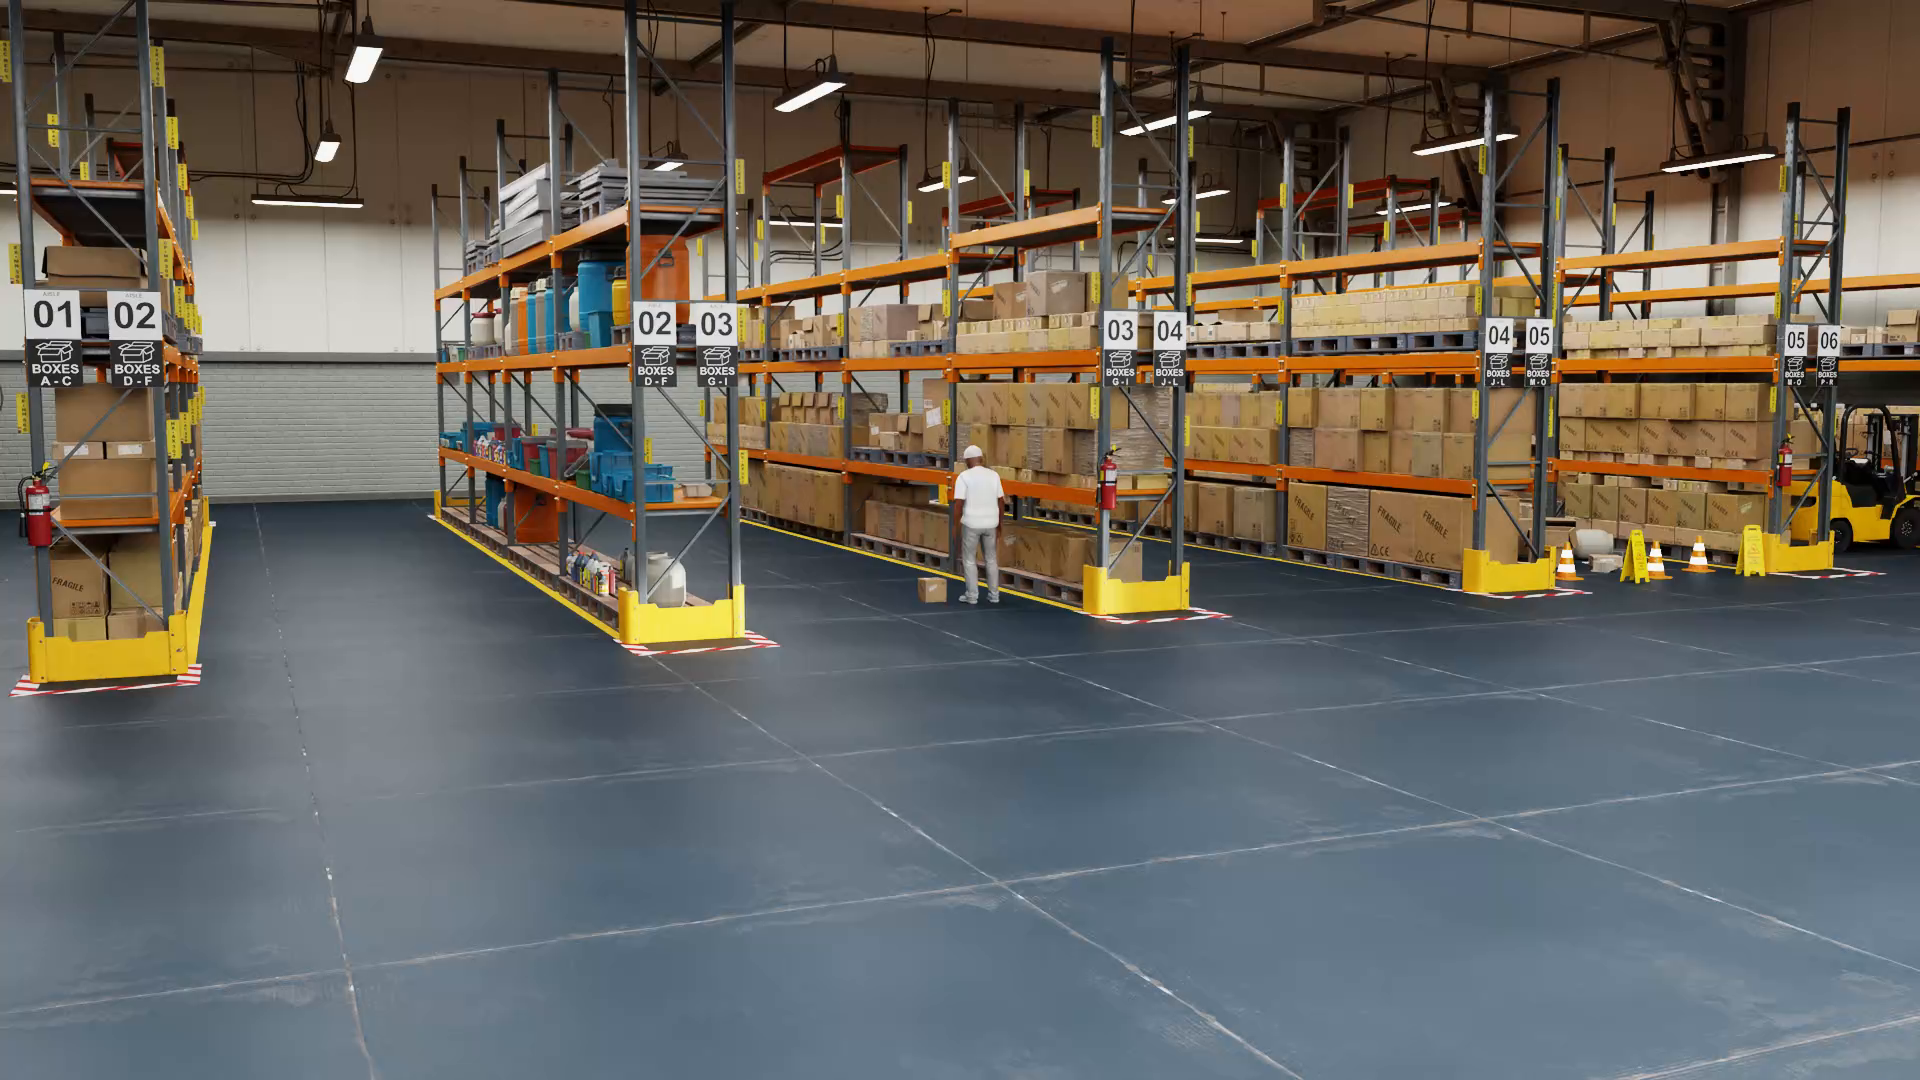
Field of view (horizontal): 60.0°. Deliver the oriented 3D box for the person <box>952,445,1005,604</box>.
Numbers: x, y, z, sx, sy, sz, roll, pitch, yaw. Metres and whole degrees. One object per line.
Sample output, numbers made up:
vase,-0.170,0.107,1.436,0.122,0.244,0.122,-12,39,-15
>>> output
person,0.197,-0.177,18.561,0.631,1.759,0.461,-2,6,-24
